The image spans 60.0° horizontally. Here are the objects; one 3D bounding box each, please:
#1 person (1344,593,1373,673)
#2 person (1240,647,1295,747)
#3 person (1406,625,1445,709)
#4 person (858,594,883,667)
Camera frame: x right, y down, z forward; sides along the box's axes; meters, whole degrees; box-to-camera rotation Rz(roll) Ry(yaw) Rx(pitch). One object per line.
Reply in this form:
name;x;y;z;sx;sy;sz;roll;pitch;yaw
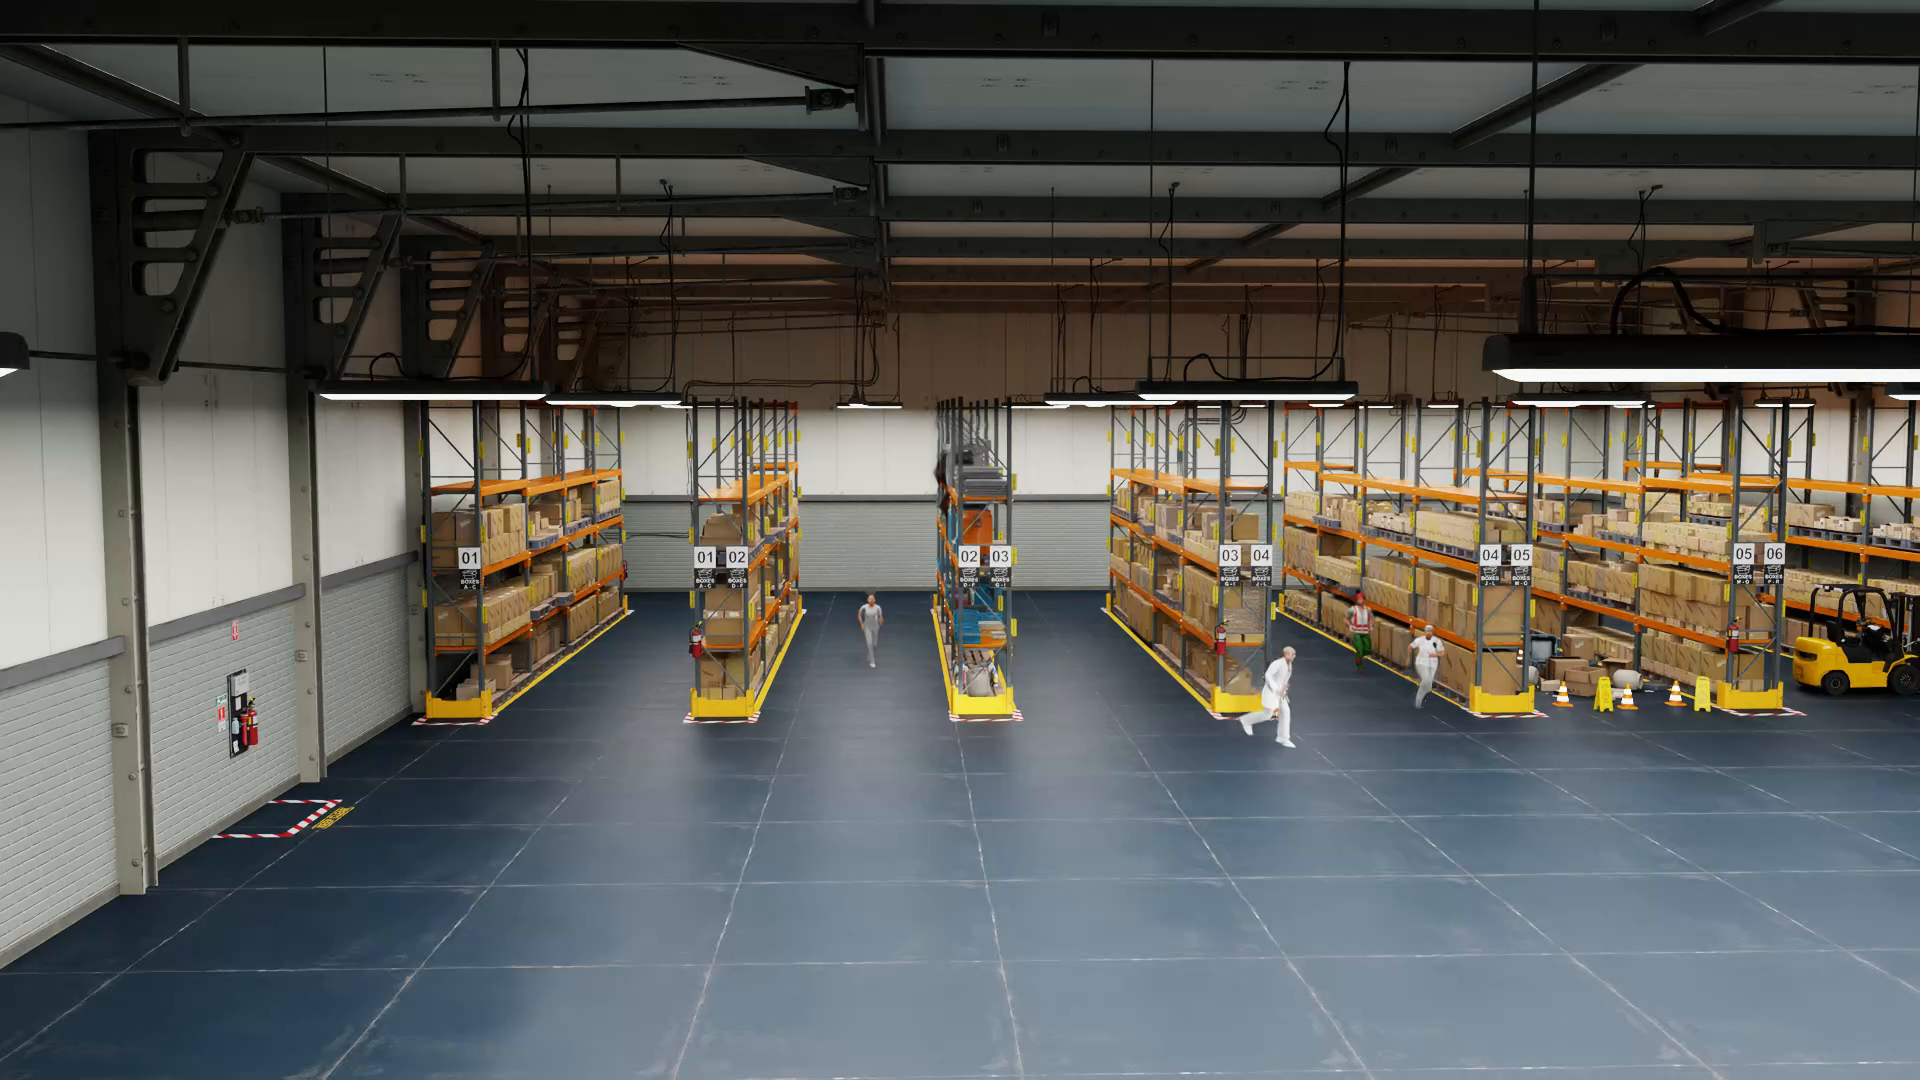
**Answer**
person;8.769;2.035;36.502;0.658;1.741;0.680;0;4;-5
person;5.335;2.675;28.721;1.050;1.735;0.734;3;5;31
person;8.976;2.441;31.991;0.662;1.626;0.611;-1;4;-8
person;-2.029;2.016;37.576;0.549;1.640;0.812;-1;5;-14
